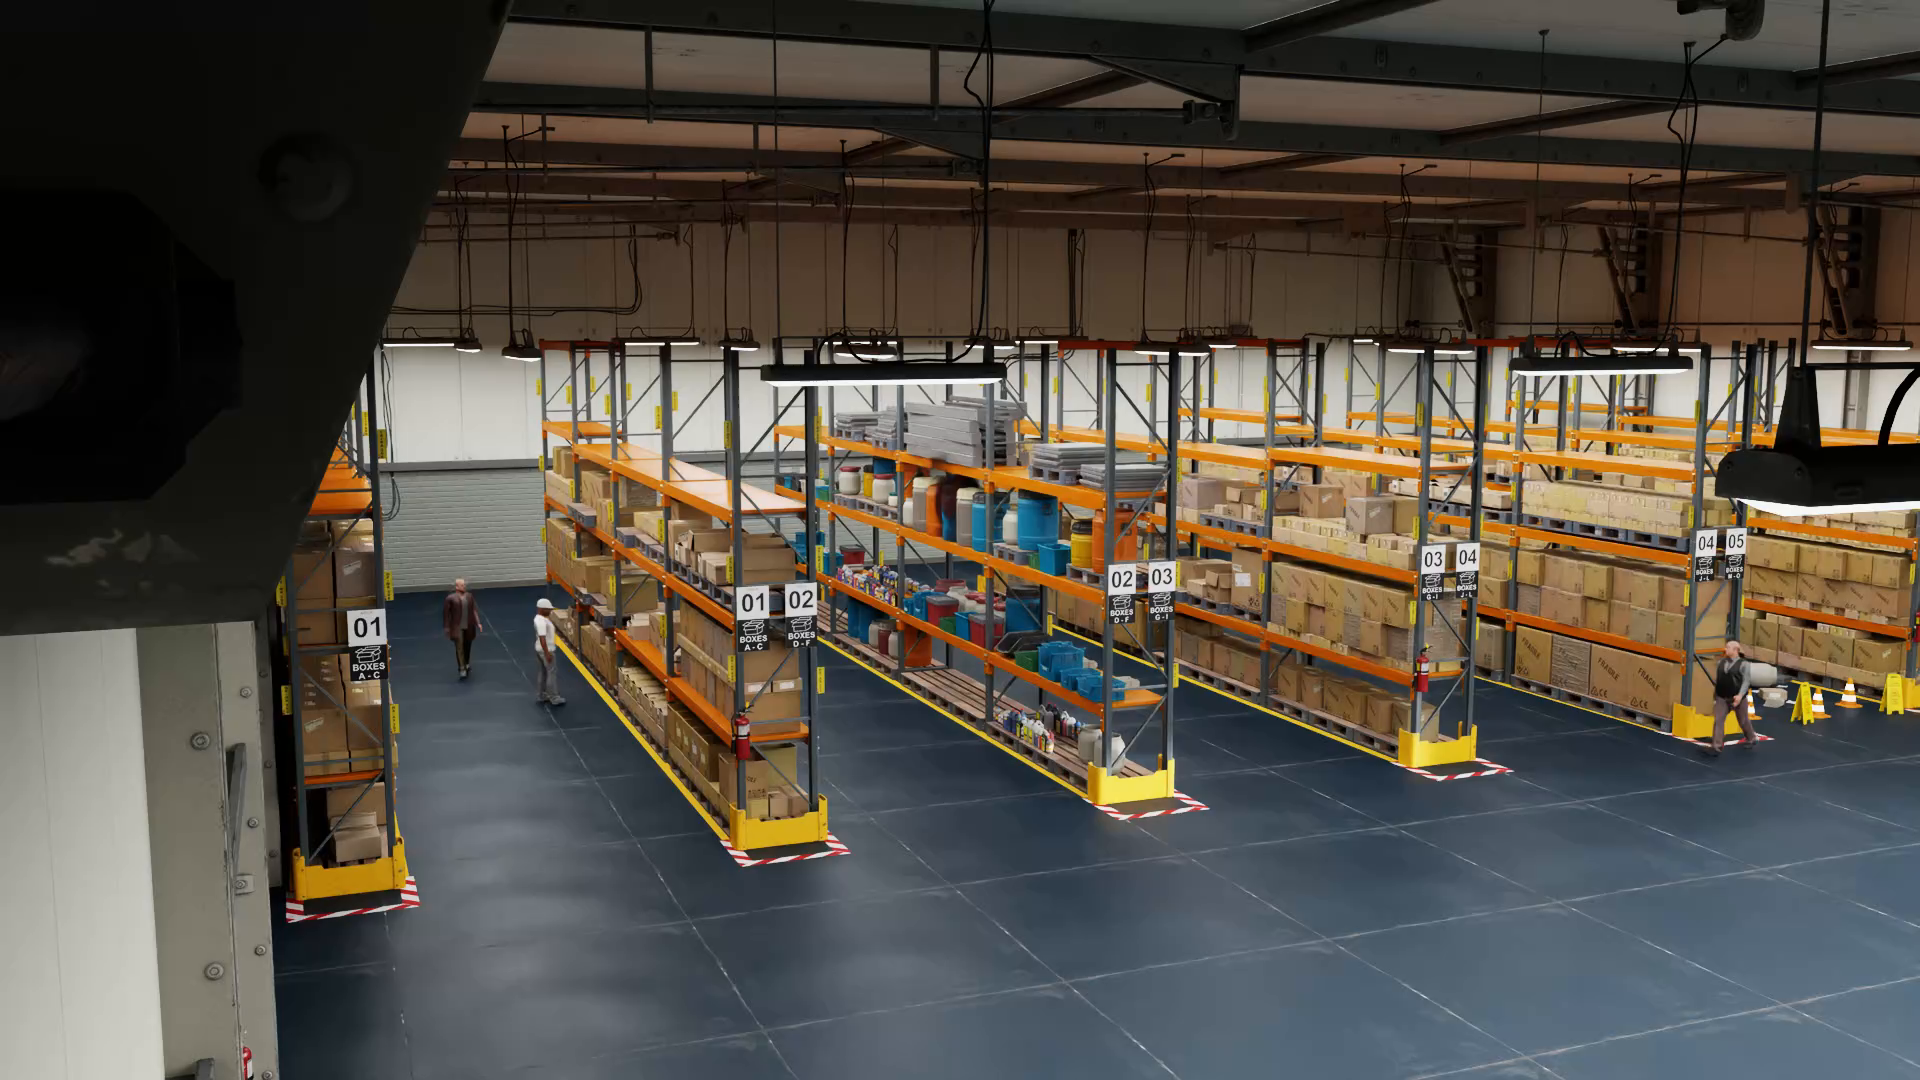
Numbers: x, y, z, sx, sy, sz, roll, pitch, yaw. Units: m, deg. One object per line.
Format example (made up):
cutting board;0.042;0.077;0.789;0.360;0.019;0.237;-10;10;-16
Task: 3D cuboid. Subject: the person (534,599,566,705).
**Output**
person;-6.857;1.849;27.715;0.483;1.764;0.654;-4;8;-26

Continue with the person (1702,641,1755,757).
person;11.339;2.331;24.478;1.032;1.681;0.559;-7;10;-41

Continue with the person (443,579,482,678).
person;-8.961;1.561;29.967;0.669;1.722;1.118;-3;8;-23

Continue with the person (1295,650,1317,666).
person;6.208;1.641;29.810;0.451;1.703;0.365;5;9;33
